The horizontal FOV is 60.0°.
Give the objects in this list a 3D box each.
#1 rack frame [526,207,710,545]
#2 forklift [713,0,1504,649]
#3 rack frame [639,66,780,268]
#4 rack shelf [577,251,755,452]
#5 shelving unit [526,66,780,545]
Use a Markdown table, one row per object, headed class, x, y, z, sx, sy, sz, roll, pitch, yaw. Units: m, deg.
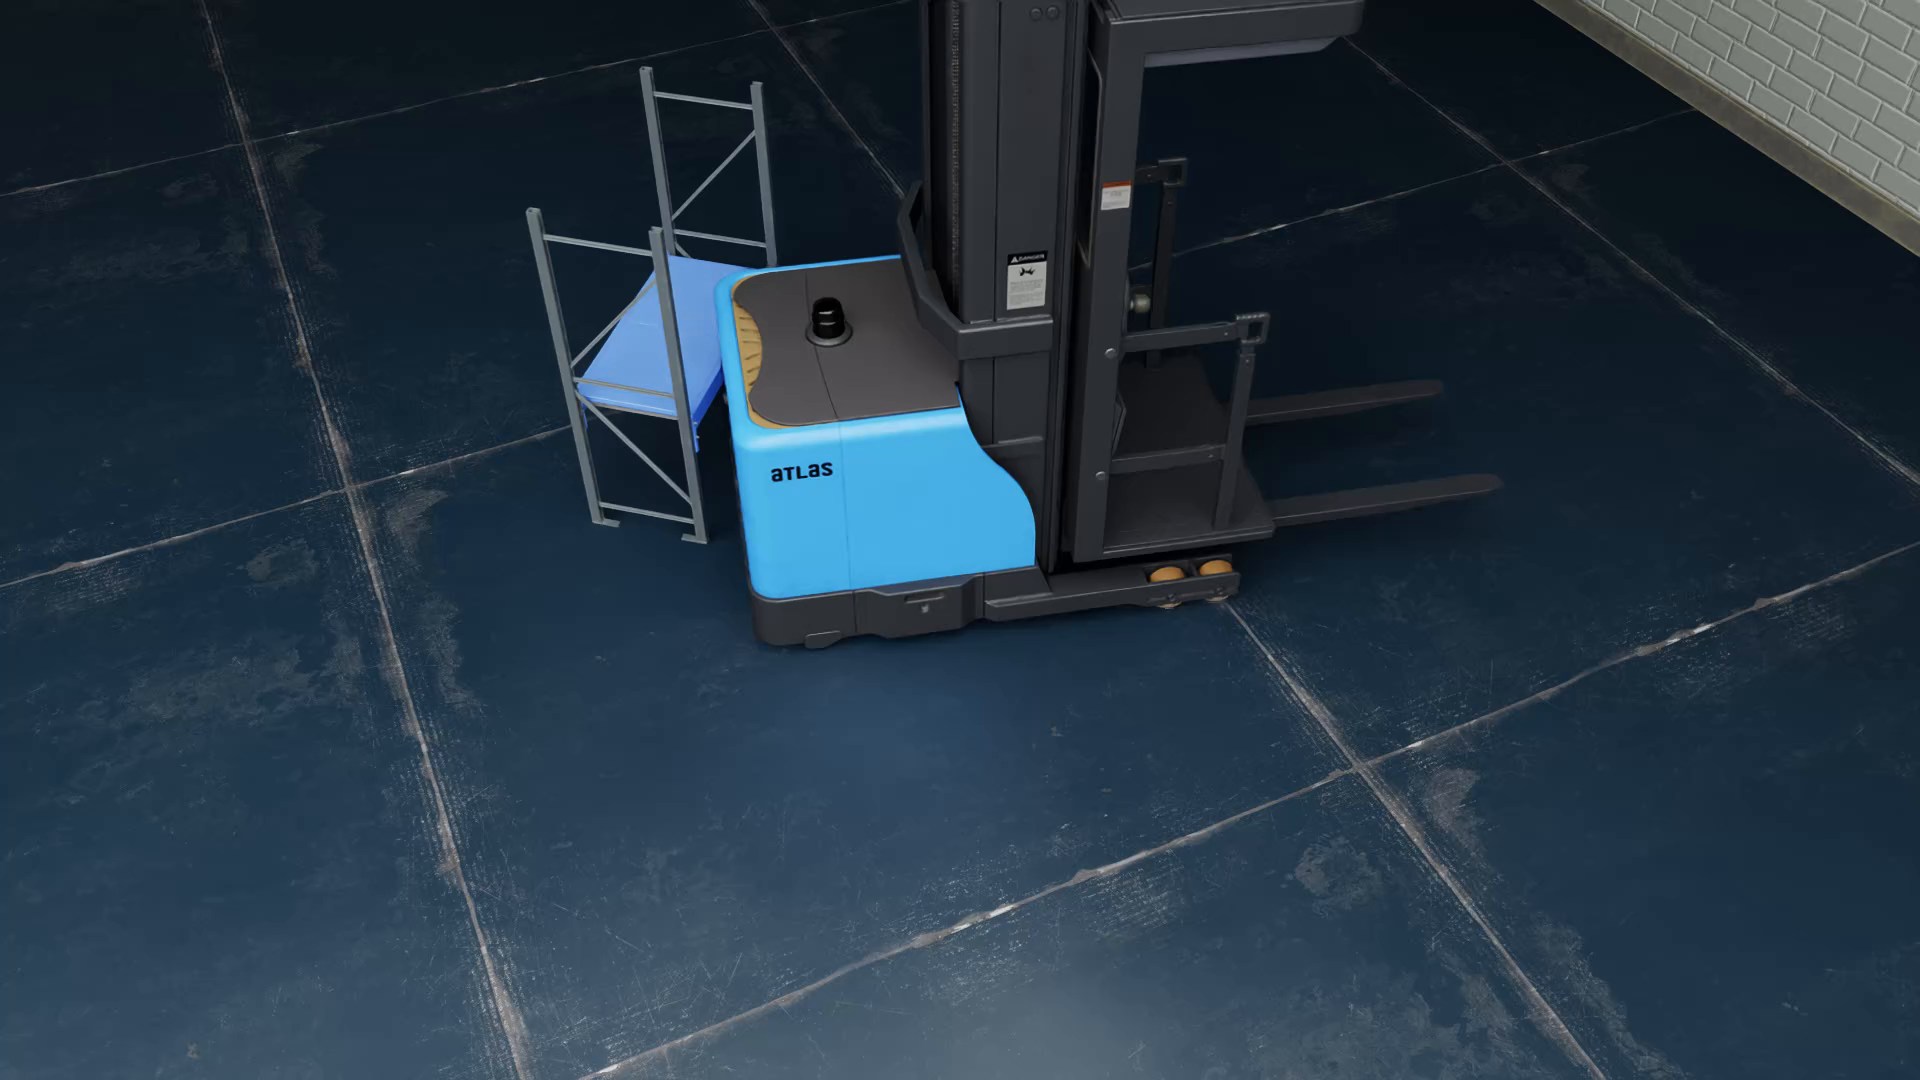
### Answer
| class | x | y | z | sx | sy | sz | roll | pitch | yaw |
| --- | --- | --- | --- | --- | --- | --- | --- | --- | --- |
| rack frame | -1.262 | -0.569 | 6.259 | 0.500 | 1.500 | 0.032 | 11 | 46 | 10 |
| forklift | 0.631 | -1.139 | 5.818 | 3.031 | 2.935 | 1.130 | -7 | 45 | -7 |
| rack frame | -1.002 | -1.260 | 6.959 | 0.500 | 1.500 | 0.032 | 11 | 46 | 10 |
| rack shelf | -1.132 | -0.787 | 6.735 | 0.538 | 0.185 | 1.000 | 11 | 46 | 10 |
| shelving unit | -1.132 | -0.915 | 6.609 | 0.538 | 1.500 | 1.048 | 11 | 46 | 10 |
